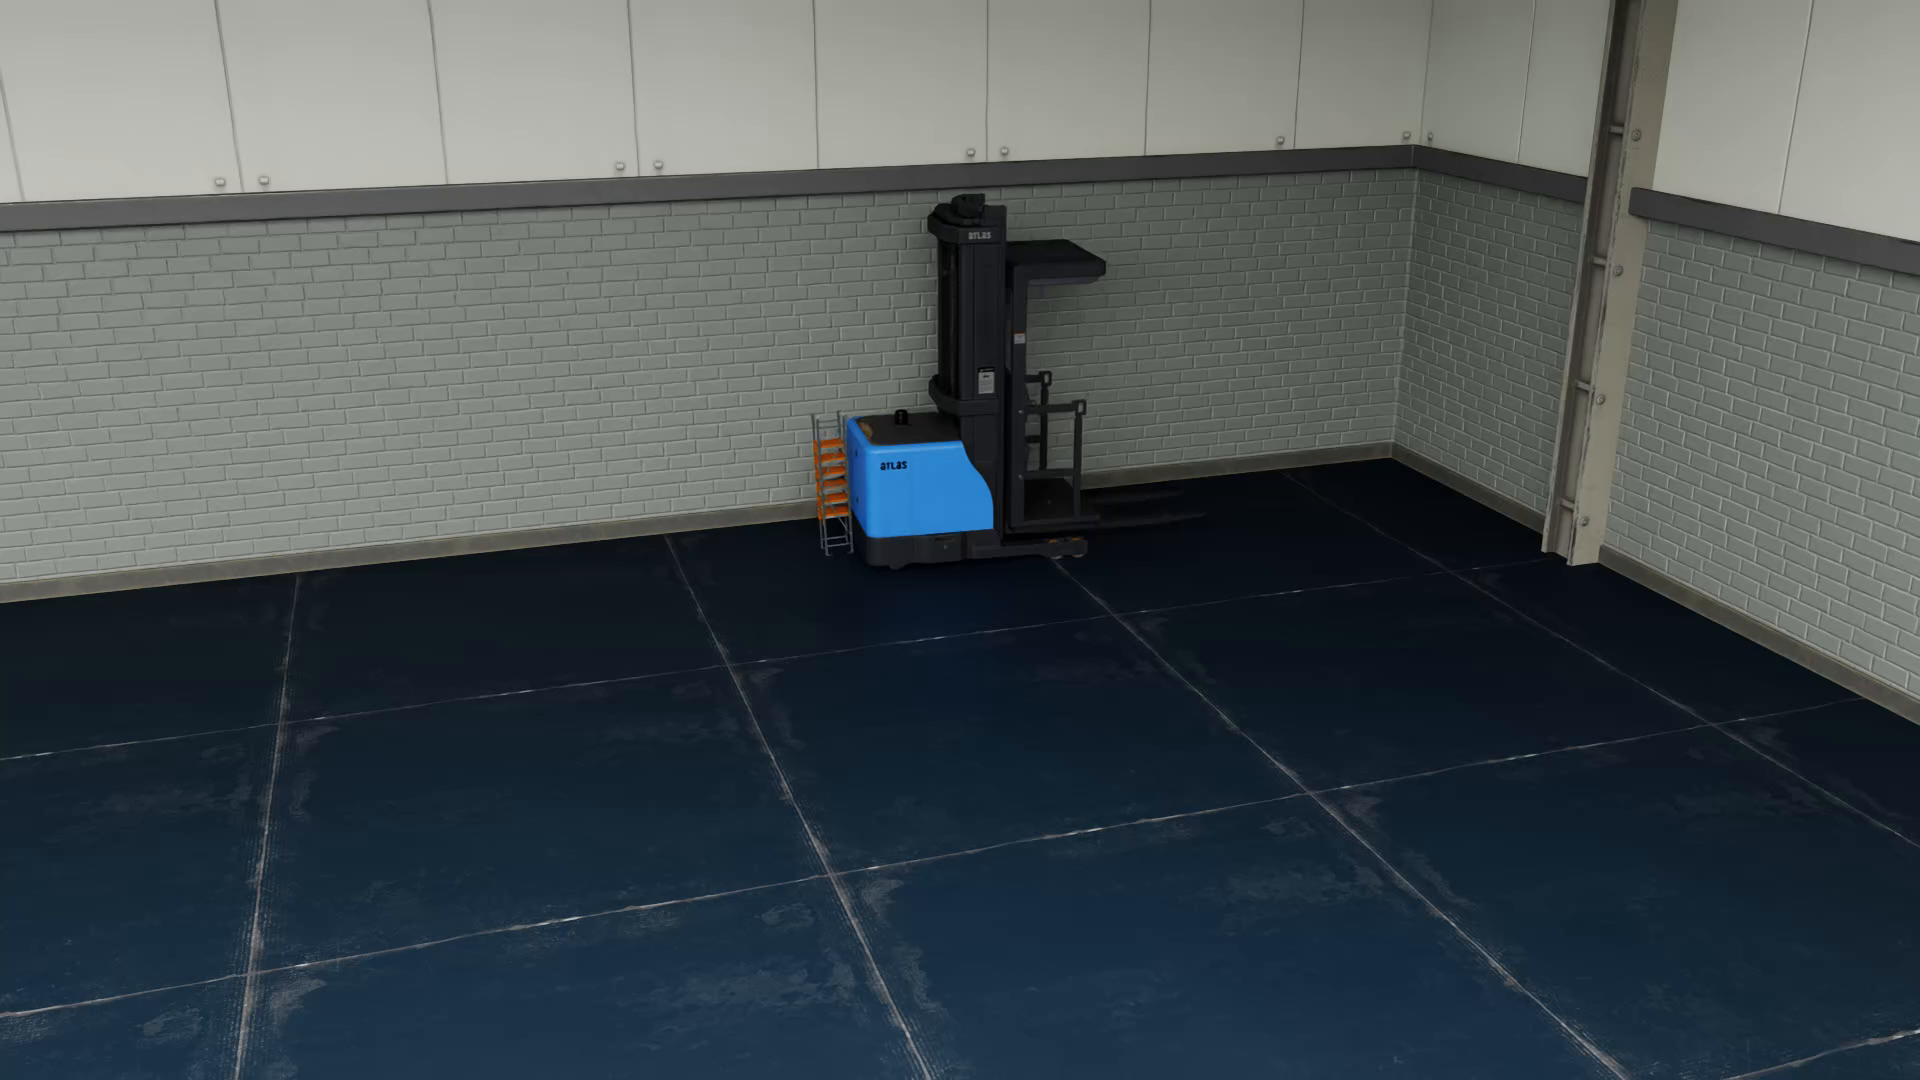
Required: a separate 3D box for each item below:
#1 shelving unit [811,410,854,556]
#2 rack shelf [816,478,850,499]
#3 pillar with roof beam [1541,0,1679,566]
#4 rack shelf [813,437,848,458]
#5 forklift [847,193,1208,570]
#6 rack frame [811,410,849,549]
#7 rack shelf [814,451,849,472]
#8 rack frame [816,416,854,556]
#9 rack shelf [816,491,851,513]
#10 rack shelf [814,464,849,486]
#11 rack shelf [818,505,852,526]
[{"bbox_3d":[-1.069,-0.475,13.947,0.258,1.200,0.189,-8,21,-15],"label":"shelving unit"},{"bbox_3d":[-1.067,-0.433,13.963,0.258,0.103,0.180,-8,21,-15],"label":"rack shelf"},{"bbox_3d":[1.069,-3.643,11.246,9.100,9.000,0.400,-6,21,-17],"label":"pillar with roof beam"},{"bbox_3d":[-1.081,-0.770,13.837,0.258,0.103,0.180,-8,21,-15],"label":"rack shelf"},{"bbox_3d":[0.598,-1.382,13.929,3.031,2.935,1.130,-5,20,-13],"label":"forklift"},{"bbox_3d":[-1.095,-0.504,14.029,0.240,1.200,0.006,-8,21,-15],"label":"rack frame"},{"bbox_3d":[-1.076,-0.658,13.879,0.258,0.103,0.180,-8,21,-15],"label":"rack shelf"},{"bbox_3d":[-1.042,-0.445,13.865,0.240,1.200,0.006,-8,21,-15],"label":"rack frame"},{"bbox_3d":[-1.062,-0.321,14.004,0.258,0.103,0.180,-8,21,-15],"label":"rack shelf"},{"bbox_3d":[-1.072,-0.545,13.921,0.258,0.103,0.180,-8,21,-15],"label":"rack shelf"},{"bbox_3d":[-1.057,-0.208,14.046,0.258,0.103,0.180,-8,21,-15],"label":"rack shelf"}]
